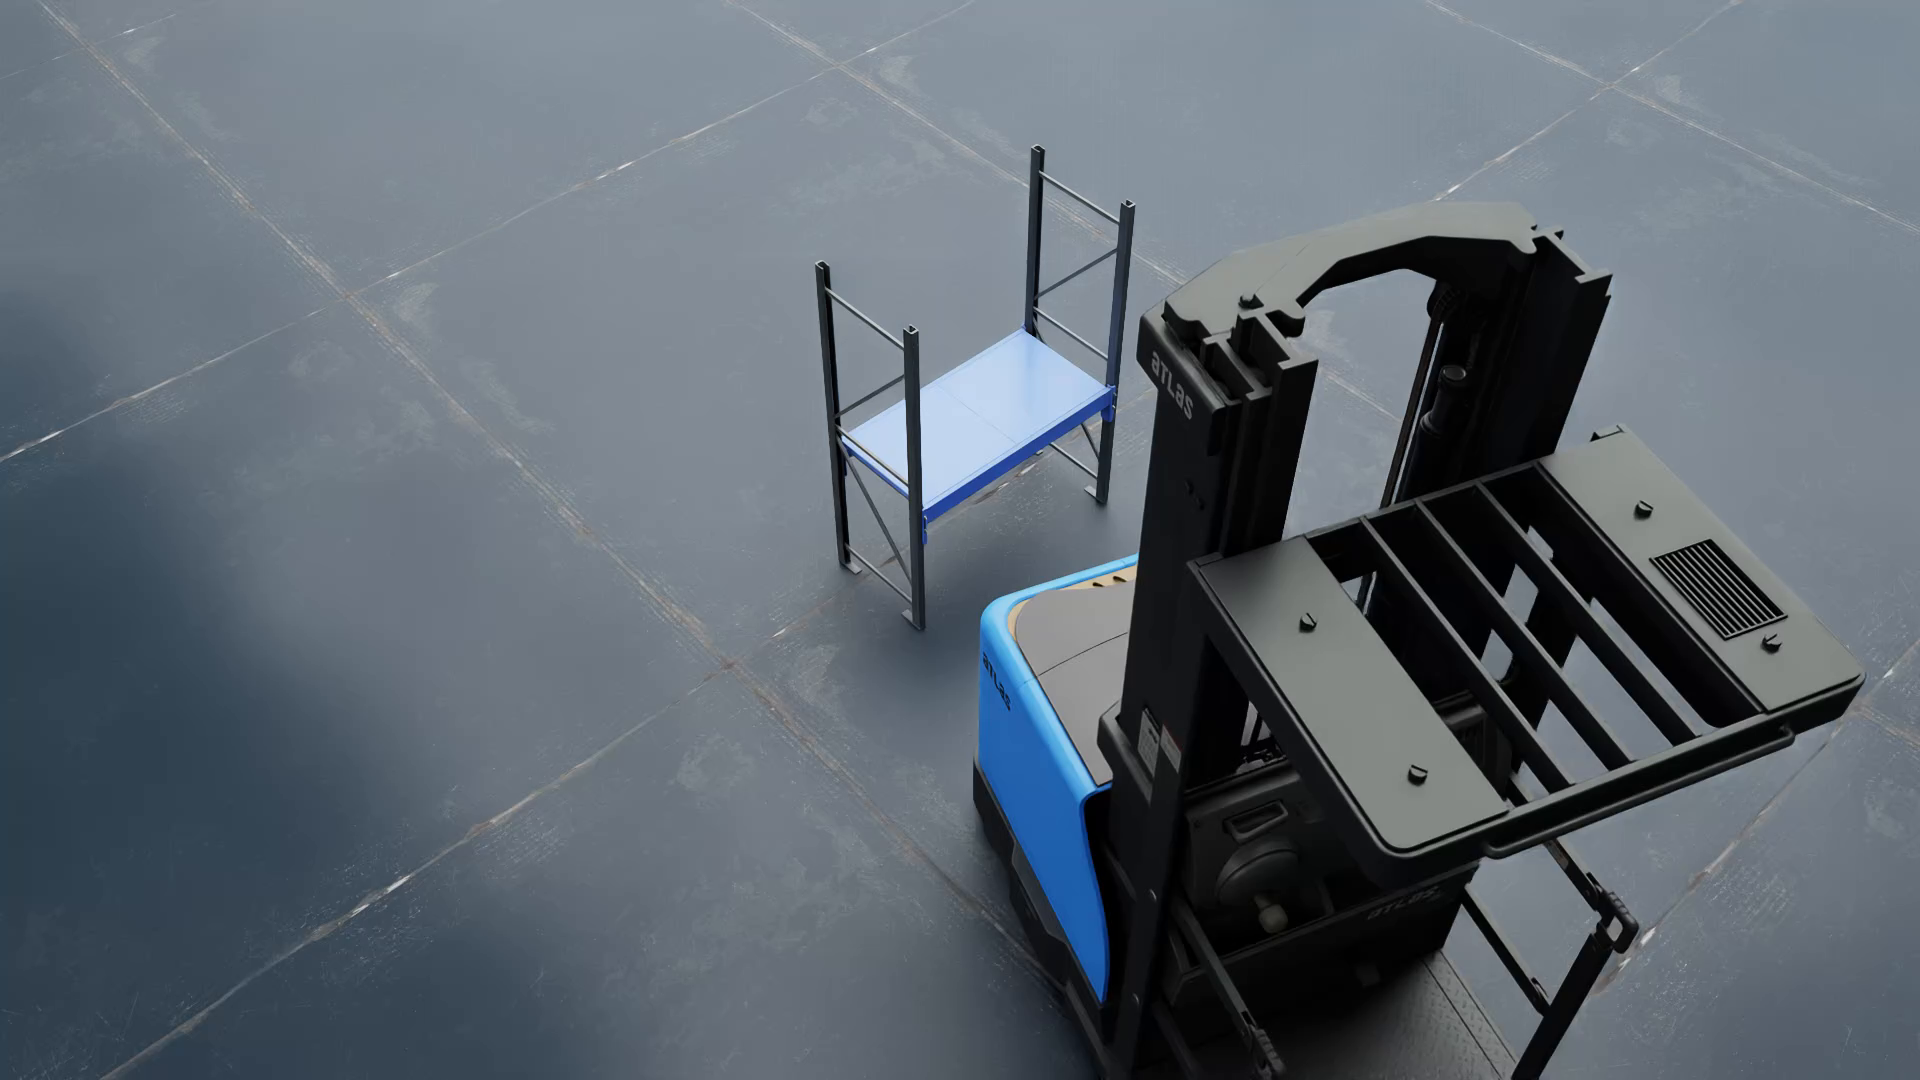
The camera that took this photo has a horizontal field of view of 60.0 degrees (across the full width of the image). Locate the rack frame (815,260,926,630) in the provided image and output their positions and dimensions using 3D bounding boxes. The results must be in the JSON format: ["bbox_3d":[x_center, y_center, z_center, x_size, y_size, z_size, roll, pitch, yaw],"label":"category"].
[{"bbox_3d":[-0.313,-0.299,6.059,0.032,1.500,0.500,-34,56,-27],"label":"rack frame"}]

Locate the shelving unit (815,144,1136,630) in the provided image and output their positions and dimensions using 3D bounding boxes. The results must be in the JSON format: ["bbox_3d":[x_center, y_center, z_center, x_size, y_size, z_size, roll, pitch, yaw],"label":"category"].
[{"bbox_3d":[0.063,-0.551,6.291,1.048,1.500,0.538,-34,56,-27],"label":"shelving unit"}]

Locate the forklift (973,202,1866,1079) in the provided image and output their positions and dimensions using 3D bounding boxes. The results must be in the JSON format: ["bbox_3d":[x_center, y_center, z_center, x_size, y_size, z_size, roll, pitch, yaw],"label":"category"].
[{"bbox_3d":[1.076,0.797,4.074,1.130,2.935,3.031,-17,50,-15],"label":"forklift"}]

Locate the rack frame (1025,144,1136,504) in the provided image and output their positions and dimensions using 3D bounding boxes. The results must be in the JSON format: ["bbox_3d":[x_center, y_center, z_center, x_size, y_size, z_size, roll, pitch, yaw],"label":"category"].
[{"bbox_3d":[0.439,-0.802,6.523,0.032,1.500,0.500,-34,56,-27],"label":"rack frame"}]

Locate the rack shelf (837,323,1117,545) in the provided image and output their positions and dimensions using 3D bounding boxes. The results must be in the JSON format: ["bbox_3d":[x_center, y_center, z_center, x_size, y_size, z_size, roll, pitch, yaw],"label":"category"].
[{"bbox_3d":[0.063,-0.429,6.423,1.000,0.185,0.538,-34,56,-27],"label":"rack shelf"}]
